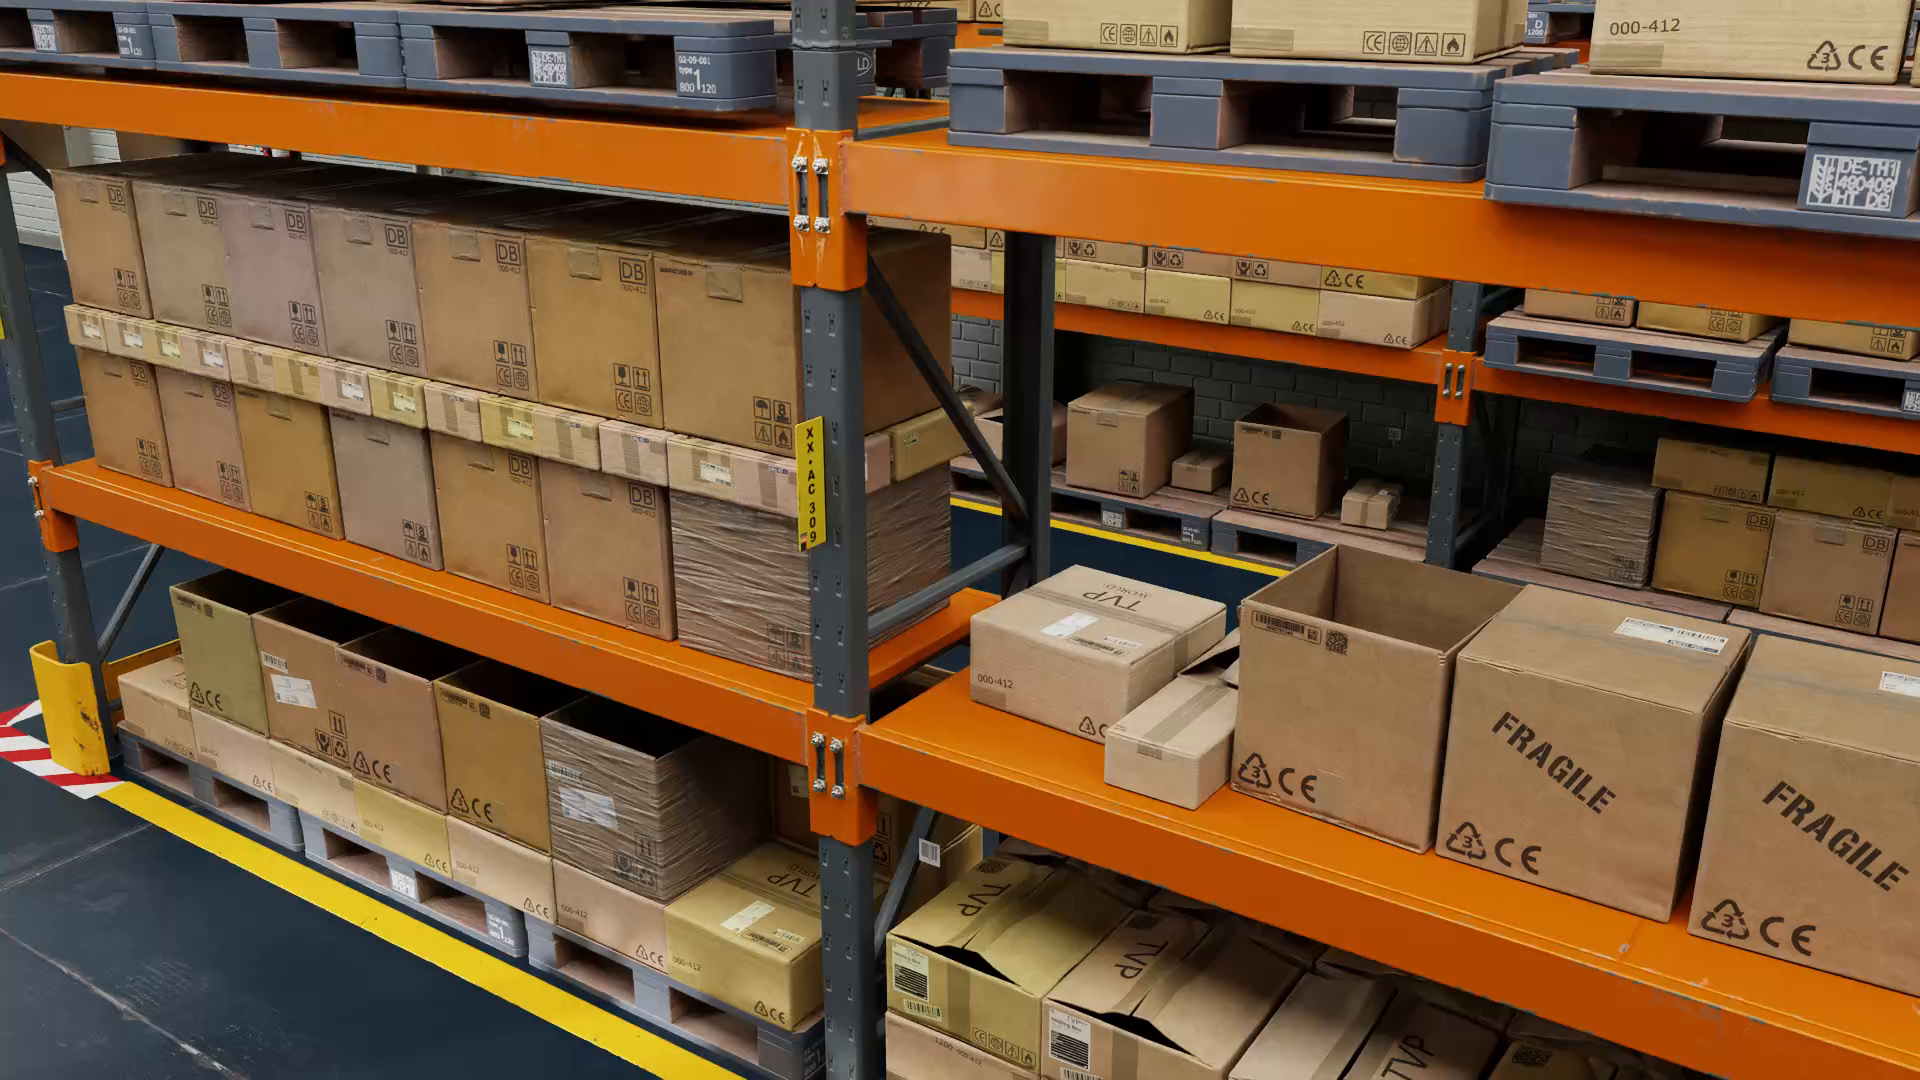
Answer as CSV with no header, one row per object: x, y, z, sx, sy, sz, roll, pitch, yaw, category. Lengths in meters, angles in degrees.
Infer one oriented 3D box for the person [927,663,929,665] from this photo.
-0.363,0.082,6.906,0.529,1.641,0.406,12,23,30,person
